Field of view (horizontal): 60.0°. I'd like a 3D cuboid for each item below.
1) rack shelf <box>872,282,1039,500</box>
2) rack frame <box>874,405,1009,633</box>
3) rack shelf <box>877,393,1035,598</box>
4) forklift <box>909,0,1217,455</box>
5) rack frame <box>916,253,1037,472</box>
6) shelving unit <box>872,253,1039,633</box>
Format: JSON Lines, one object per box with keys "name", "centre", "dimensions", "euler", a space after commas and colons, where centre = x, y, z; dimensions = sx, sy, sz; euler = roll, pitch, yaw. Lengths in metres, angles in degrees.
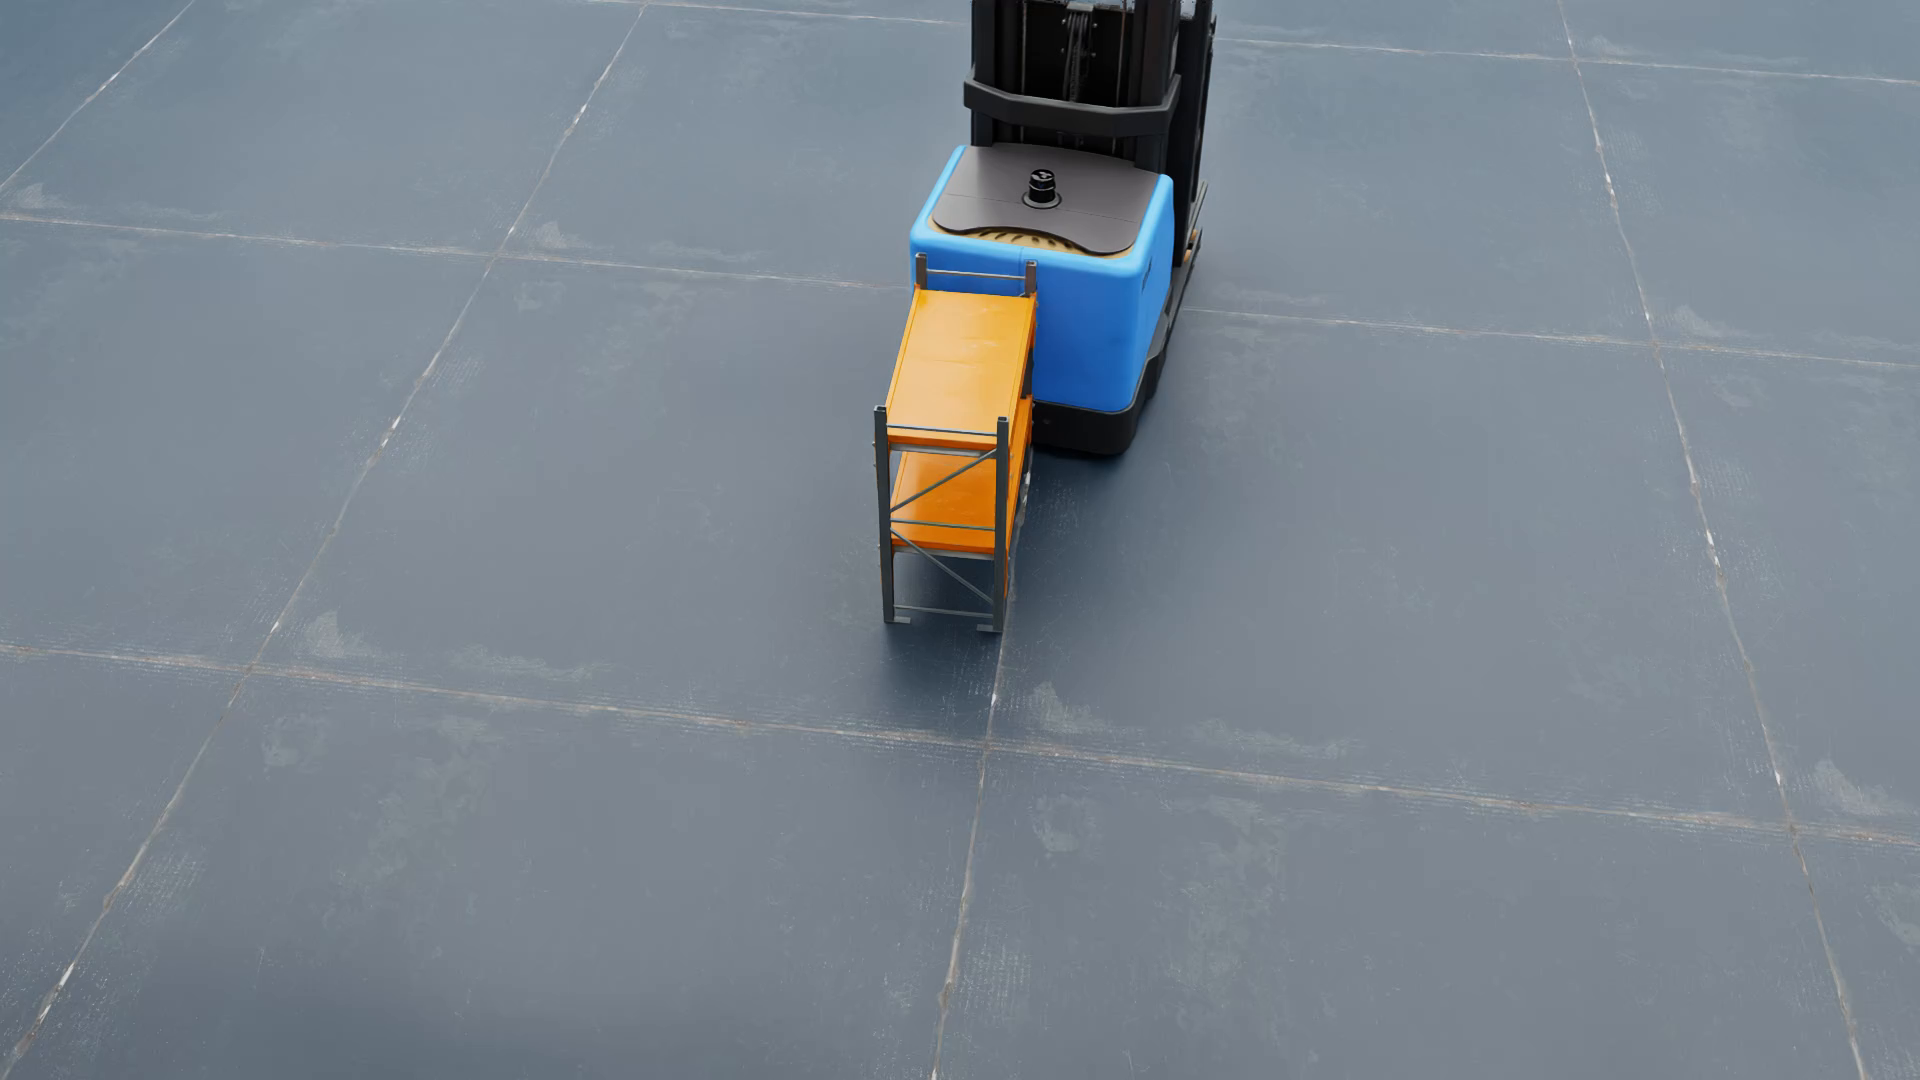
{"name": "rack shelf", "centre": [-0.001, -0.616, 6.679], "dimensions": [0.538, 0.278, 1.000], "euler": [5, 44, 6]}
{"name": "rack frame", "centre": [-0.068, -0.057, 6.515], "dimensions": [0.500, 1.125, 0.032], "euler": [5, 44, 6]}
{"name": "rack shelf", "centre": [-0.001, -0.226, 7.049], "dimensions": [0.538, 0.278, 1.000], "euler": [5, 44, 6]}
{"name": "forklift", "centre": [0.656, -2.482, 7.762], "dimensions": [1.130, 2.935, 3.031], "euler": [11, 45, 11]}
{"name": "rack frame", "centre": [0.066, -0.750, 7.246], "dimensions": [0.500, 1.125, 0.032], "euler": [5, 44, 6]}
{"name": "shelving unit", "centre": [-0.001, -0.404, 6.881], "dimensions": [0.538, 1.125, 1.048], "euler": [5, 44, 6]}
